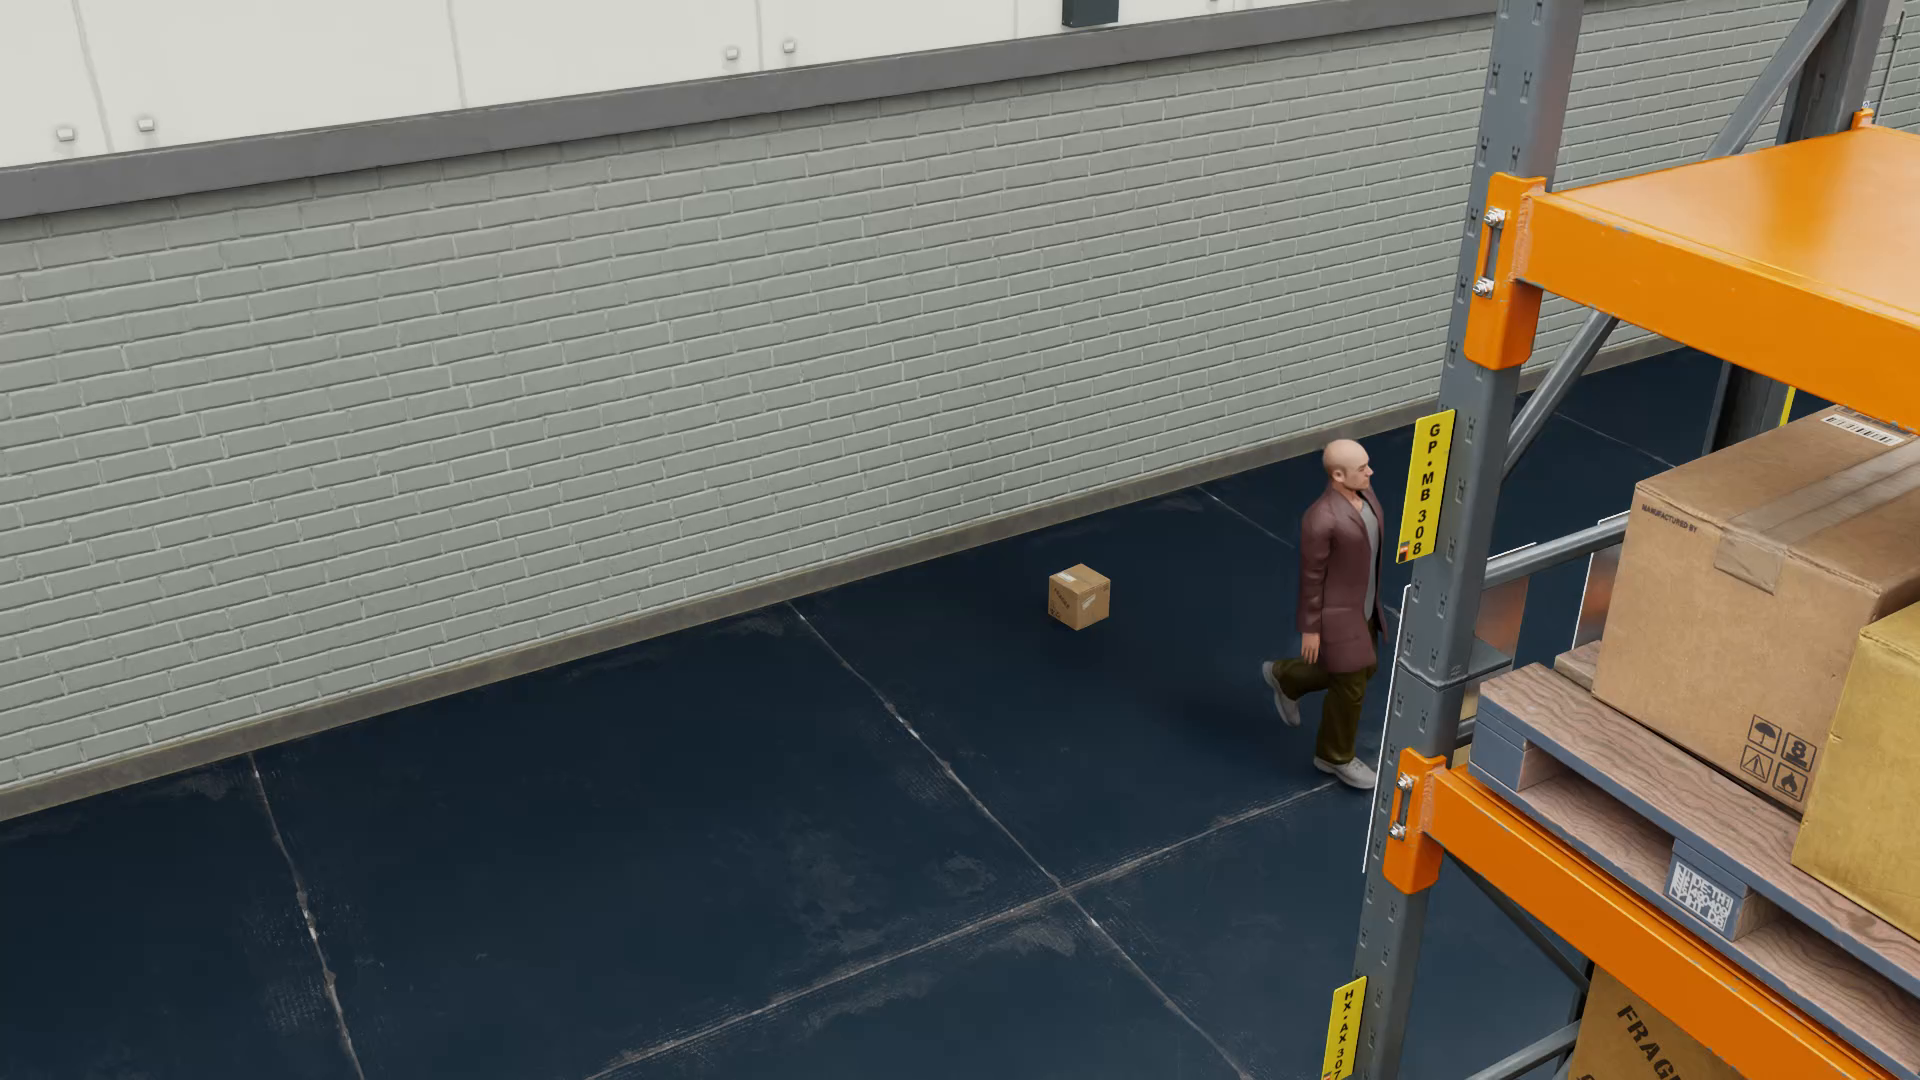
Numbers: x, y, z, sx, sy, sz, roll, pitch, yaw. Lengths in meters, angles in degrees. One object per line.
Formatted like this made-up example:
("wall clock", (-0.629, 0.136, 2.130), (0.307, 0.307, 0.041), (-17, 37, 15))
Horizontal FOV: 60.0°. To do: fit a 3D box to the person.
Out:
("person", (1.793, 0.315, 7.975), (0.773, 1.753, 0.598), (21, 35, 33))
